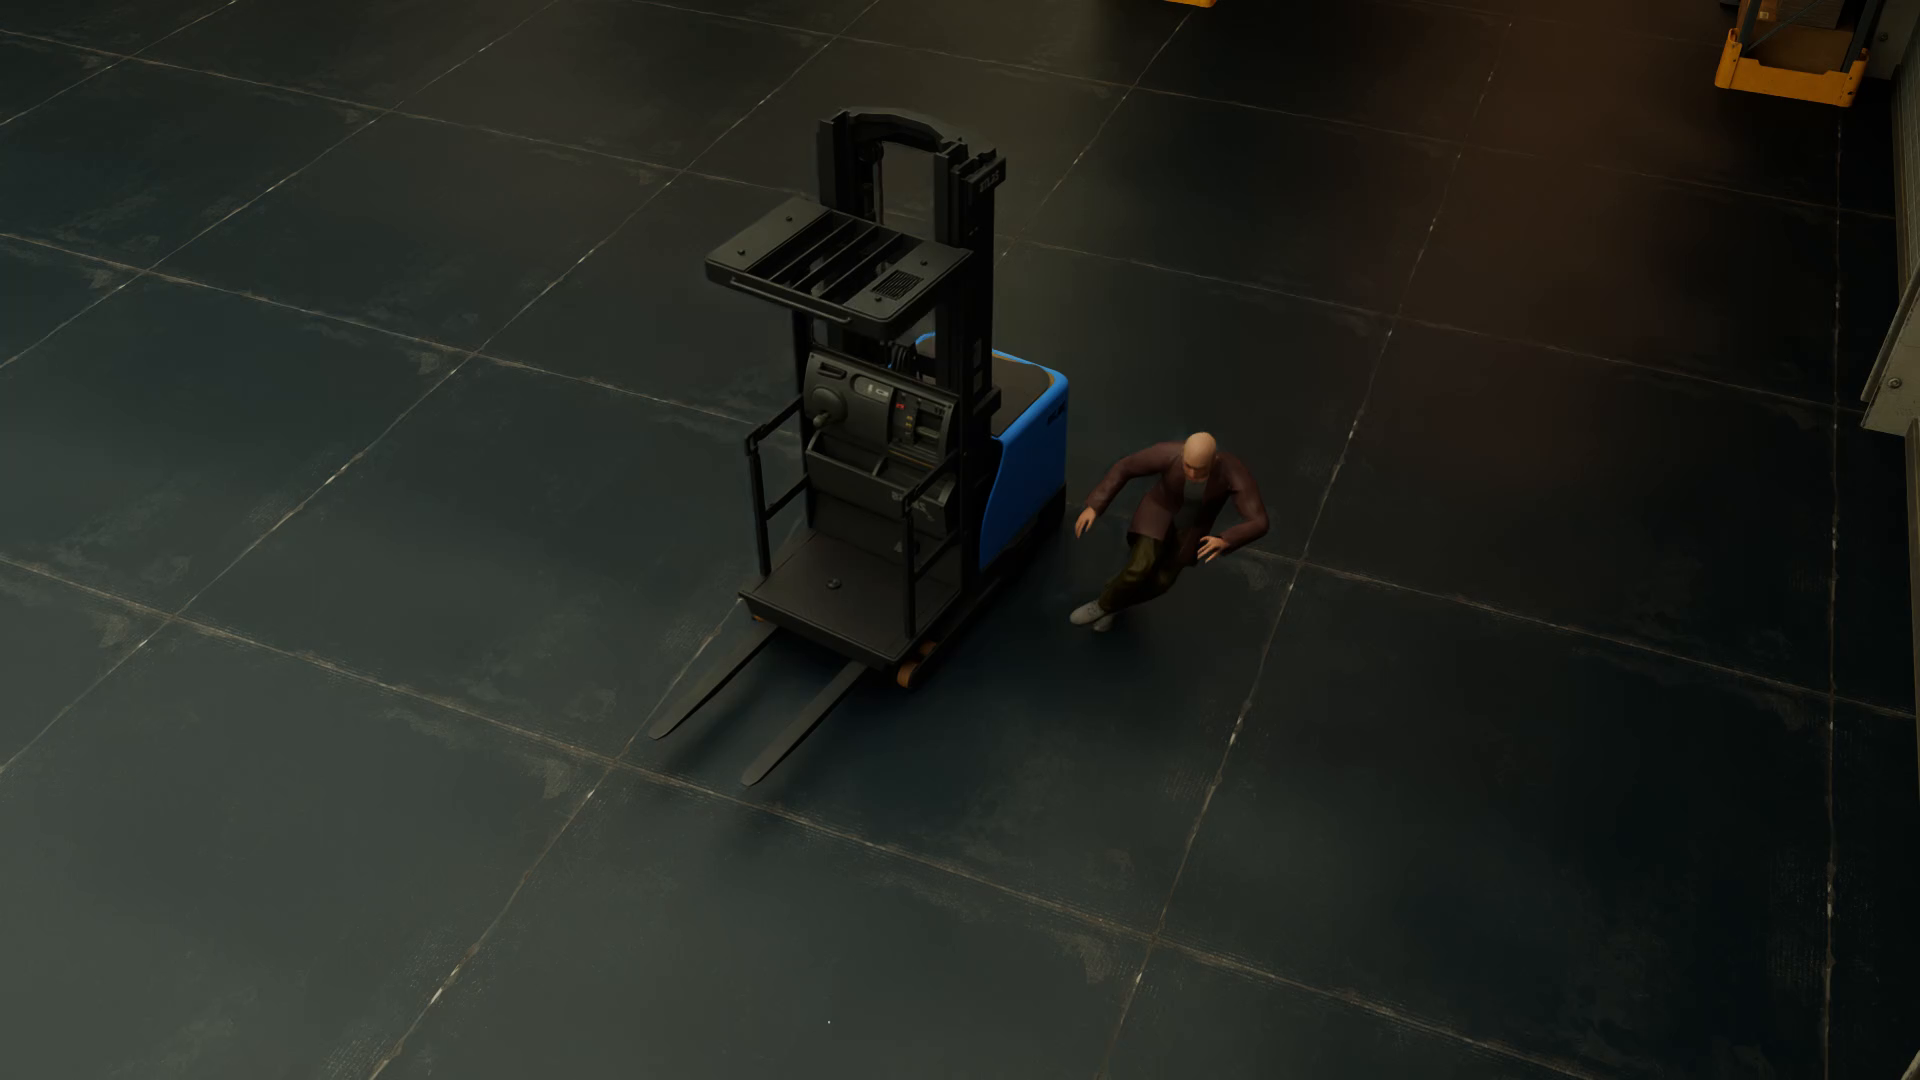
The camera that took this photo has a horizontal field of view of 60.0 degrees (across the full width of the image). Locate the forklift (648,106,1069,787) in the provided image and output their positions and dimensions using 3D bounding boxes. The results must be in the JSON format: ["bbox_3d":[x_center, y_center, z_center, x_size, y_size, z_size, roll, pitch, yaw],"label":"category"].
[{"bbox_3d":[-0.551,-0.636,8.766,1.130,2.935,3.031,22,45,24],"label":"forklift"}]

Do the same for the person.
[{"bbox_3d":[1.132,0.019,9.078,1.018,1.535,0.918,3,40,4],"label":"person"}]
